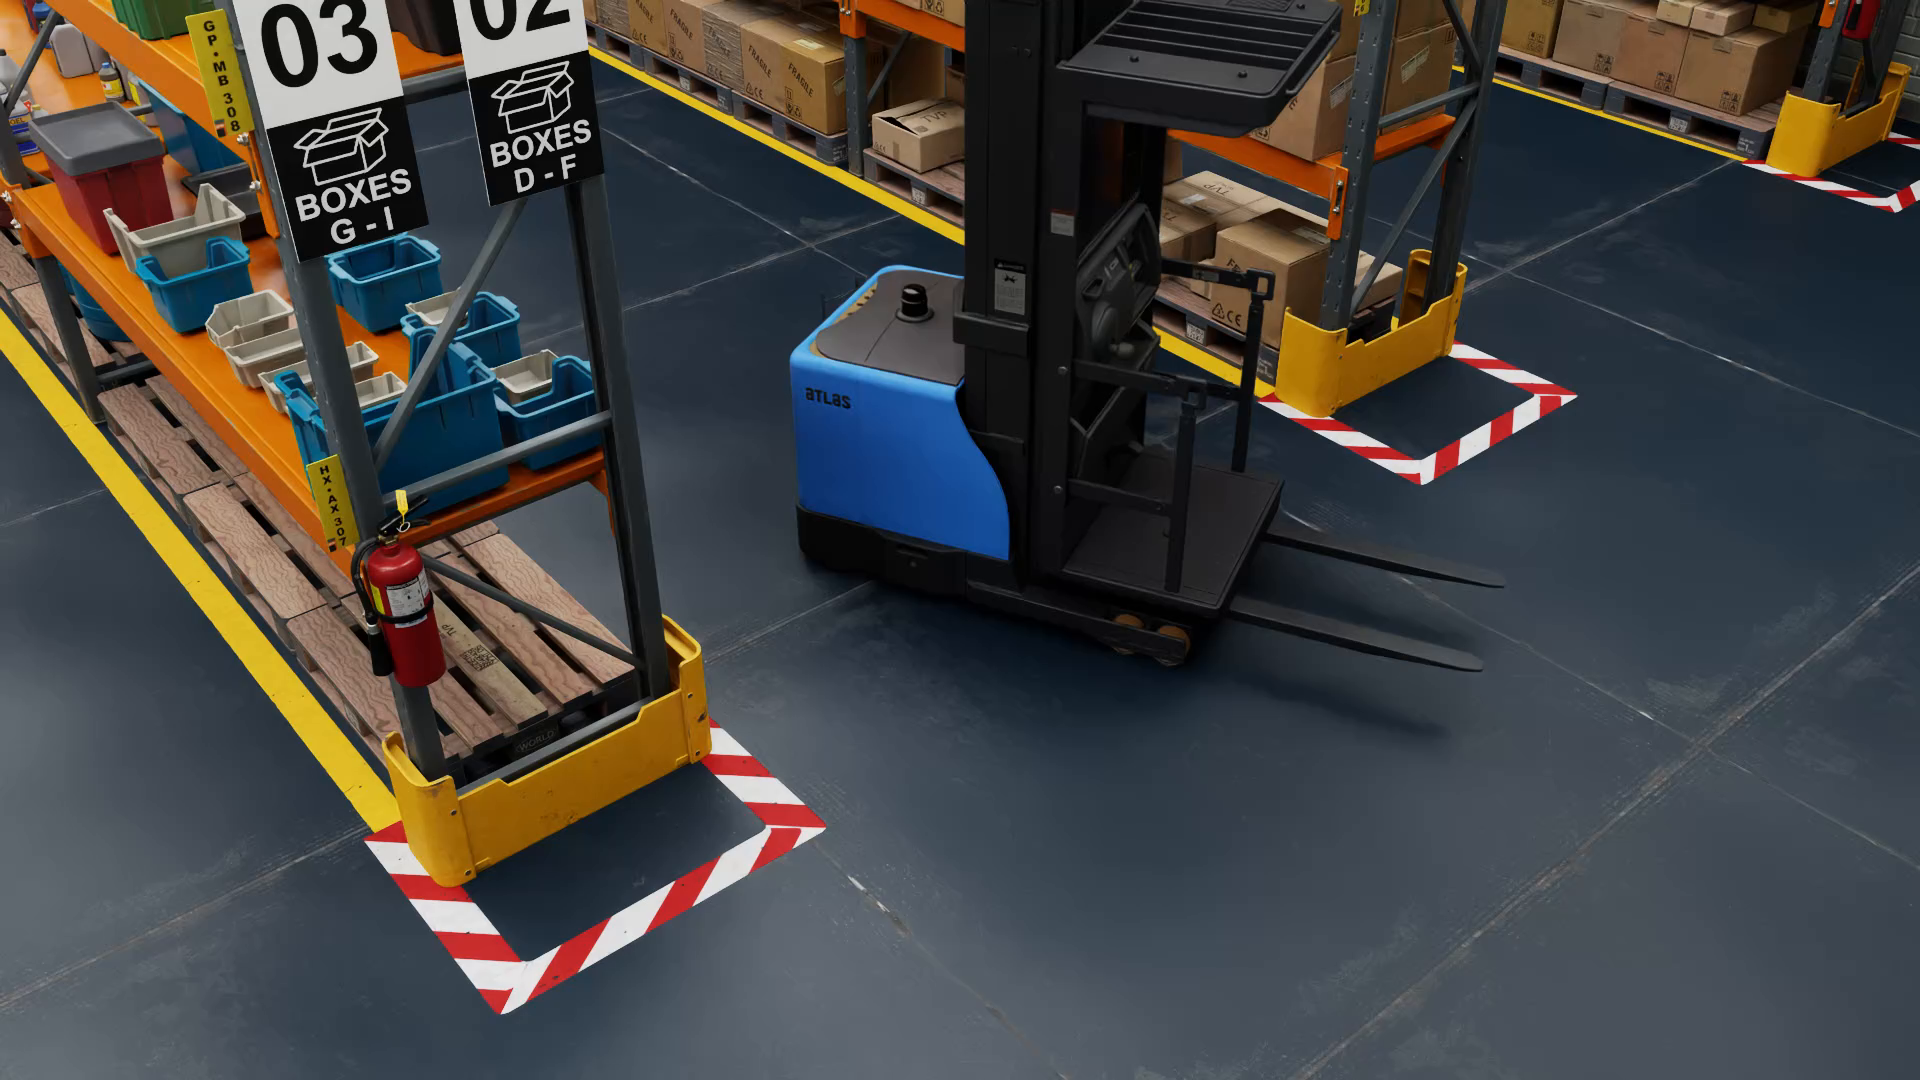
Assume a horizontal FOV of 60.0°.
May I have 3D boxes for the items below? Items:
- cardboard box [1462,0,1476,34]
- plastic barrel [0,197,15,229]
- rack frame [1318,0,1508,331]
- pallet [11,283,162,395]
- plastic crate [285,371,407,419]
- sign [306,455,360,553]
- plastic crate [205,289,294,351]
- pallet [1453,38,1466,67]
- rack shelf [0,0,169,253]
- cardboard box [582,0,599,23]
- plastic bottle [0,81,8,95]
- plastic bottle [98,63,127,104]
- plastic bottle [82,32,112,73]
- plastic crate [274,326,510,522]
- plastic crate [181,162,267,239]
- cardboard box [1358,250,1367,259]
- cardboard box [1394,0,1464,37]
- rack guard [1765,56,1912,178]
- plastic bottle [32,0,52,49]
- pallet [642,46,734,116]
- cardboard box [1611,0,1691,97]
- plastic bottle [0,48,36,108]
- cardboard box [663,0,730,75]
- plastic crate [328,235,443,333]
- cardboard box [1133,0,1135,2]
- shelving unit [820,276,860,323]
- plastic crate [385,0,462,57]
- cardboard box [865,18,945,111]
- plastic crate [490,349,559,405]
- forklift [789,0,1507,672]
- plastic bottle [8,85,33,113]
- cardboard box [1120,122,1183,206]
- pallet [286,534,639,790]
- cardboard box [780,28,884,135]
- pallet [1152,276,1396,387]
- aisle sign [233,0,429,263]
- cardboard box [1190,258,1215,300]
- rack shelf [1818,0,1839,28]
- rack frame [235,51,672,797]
[{"bbox_3d":[4.176,-4.278,12.994,0.700,0.500,0.500,-26,43,-32],"label":"cardboard box"},{"bbox_3d":[-5.642,-2.268,10.080,0.600,0.588,0.708,-26,43,-32],"label":"plastic barrel"},{"bbox_3d":[2.249,-2.103,8.124,1.000,3.000,0.127,-26,43,-32],"label":"rack frame"},{"bbox_3d":[-4.584,-1.241,9.320,1.003,0.211,1.213,-26,43,-32],"label":"pallet"},{"bbox_3d":[-2.202,-0.466,5.989,0.396,0.136,0.243,-26,43,-32],"label":"plastic crate"},{"bbox_3d":[-1.947,-0.111,5.170,0.100,0.325,0.005,-26,43,-32],"label":"sign"},{"bbox_3d":[-2.781,-0.837,6.513,0.298,0.136,0.250,-26,43,-32],"label":"plastic crate"},{"bbox_3d":[3.881,-4.215,13.519,1.003,0.211,1.213,-26,43,-32],"label":"pallet"},{"bbox_3d":[-5.409,-2.612,9.466,1.077,0.370,4.000,-26,43,-32],"label":"rack shelf"},{"bbox_3d":[-2.838,-4.487,13.272,0.500,0.500,0.500,-24,42,-30],"label":"cardboard box"},{"bbox_3d":[-4.855,-2.187,8.350,0.152,0.276,0.135,-26,43,-32],"label":"plastic bottle"},{"bbox_3d":[-4.445,-2.395,8.708,0.097,0.201,0.097,0,35,0],"label":"plastic bottle"},{"bbox_3d":[-4.724,-2.728,9.113,0.152,0.276,0.135,-26,43,-32],"label":"plastic bottle"},{"bbox_3d":[-1.896,-0.374,5.600,0.616,0.435,0.499,-26,43,-32],"label":"plastic crate"},{"bbox_3d":[-3.191,-1.541,7.517,0.437,0.125,0.590,-26,43,-32],"label":"plastic crate"},{"bbox_3d":[2.080,-1.549,9.413,0.380,0.166,0.250,-26,43,-32],"label":"cardboard box"},{"bbox_3d":[2.164,-2.846,8.221,0.500,0.500,0.500,-25,42,-30],"label":"cardboard box"},{"bbox_3d":[6.047,-2.921,11.442,1.175,0.500,0.348,-26,43,-32],"label":"rack guard"},{"bbox_3d":[-5.163,-2.922,9.391,0.097,0.271,0.097,0,35,0],"label":"plastic bottle"},{"bbox_3d":[-1.677,-3.615,12.671,1.003,0.211,1.213,-26,43,-32],"label":"pallet"},{"bbox_3d":[5.180,-3.596,12.031,0.700,0.500,0.500,-26,43,-32],"label":"cardboard box"},{"bbox_3d":[-4.851,-2.340,8.502,0.144,0.351,0.185,-26,43,-32],"label":"plastic bottle"},{"bbox_3d":[-1.835,-3.806,12.311,0.500,0.500,0.500,-28,44,-33],"label":"cardboard box"},{"bbox_3d":[-2.295,-1.026,6.697,0.416,0.233,0.300,-26,43,-32],"label":"plastic crate"},{"bbox_3d":[1.097,-2.690,8.866,0.500,0.500,0.500,-26,43,-31],"label":"cardboard box"},{"bbox_3d":[-0.499,-0.806,8.110,0.258,0.900,0.210,-30,45,-35],"label":"shelving unit"},{"bbox_3d":[-1.573,-1.702,5.075,0.497,0.269,0.590,-26,43,-32],"label":"plastic crate"},{"bbox_3d":[-0.458,-3.333,11.642,0.500,0.500,0.500,-28,44,-34],"label":"cardboard box"},{"bbox_3d":[-1.589,-0.578,6.147,0.250,0.136,0.298,-26,43,-32],"label":"plastic crate"},{"bbox_3d":[0.826,-1.018,6.652,3.031,2.935,1.130,14,38,19],"label":"forklift"},{"bbox_3d":[-4.772,-2.211,8.449,0.097,0.201,0.097,0,35,0],"label":"plastic bottle"},{"bbox_3d":[0.884,-2.202,10.043,0.797,0.503,0.637,-26,43,-32],"label":"cardboard box"},{"bbox_3d":[-2.040,0.502,6.858,1.003,0.211,1.213,-26,43,-32],"label":"pallet"},{"bbox_3d":[-0.869,-3.139,11.369,0.500,0.500,0.500,-26,43,-32],"label":"cardboard box"},{"bbox_3d":[1.685,-1.350,9.474,1.003,0.211,1.213,-26,43,-32],"label":"pallet"},{"bbox_3d":[-1.714,-1.177,4.567,0.394,0.787,0.004,-26,43,-32],"label":"aisle sign"},{"bbox_3d":[1.518,-1.487,9.325,0.380,0.166,0.250,-26,43,-32],"label":"cardboard box"},{"bbox_3d":[4.740,-4.541,12.189,1.077,0.370,4.000,-26,43,-32],"label":"rack shelf"},{"bbox_3d":[-1.537,-0.257,5.517,1.000,3.000,0.127,-26,43,-32],"label":"rack frame"}]
